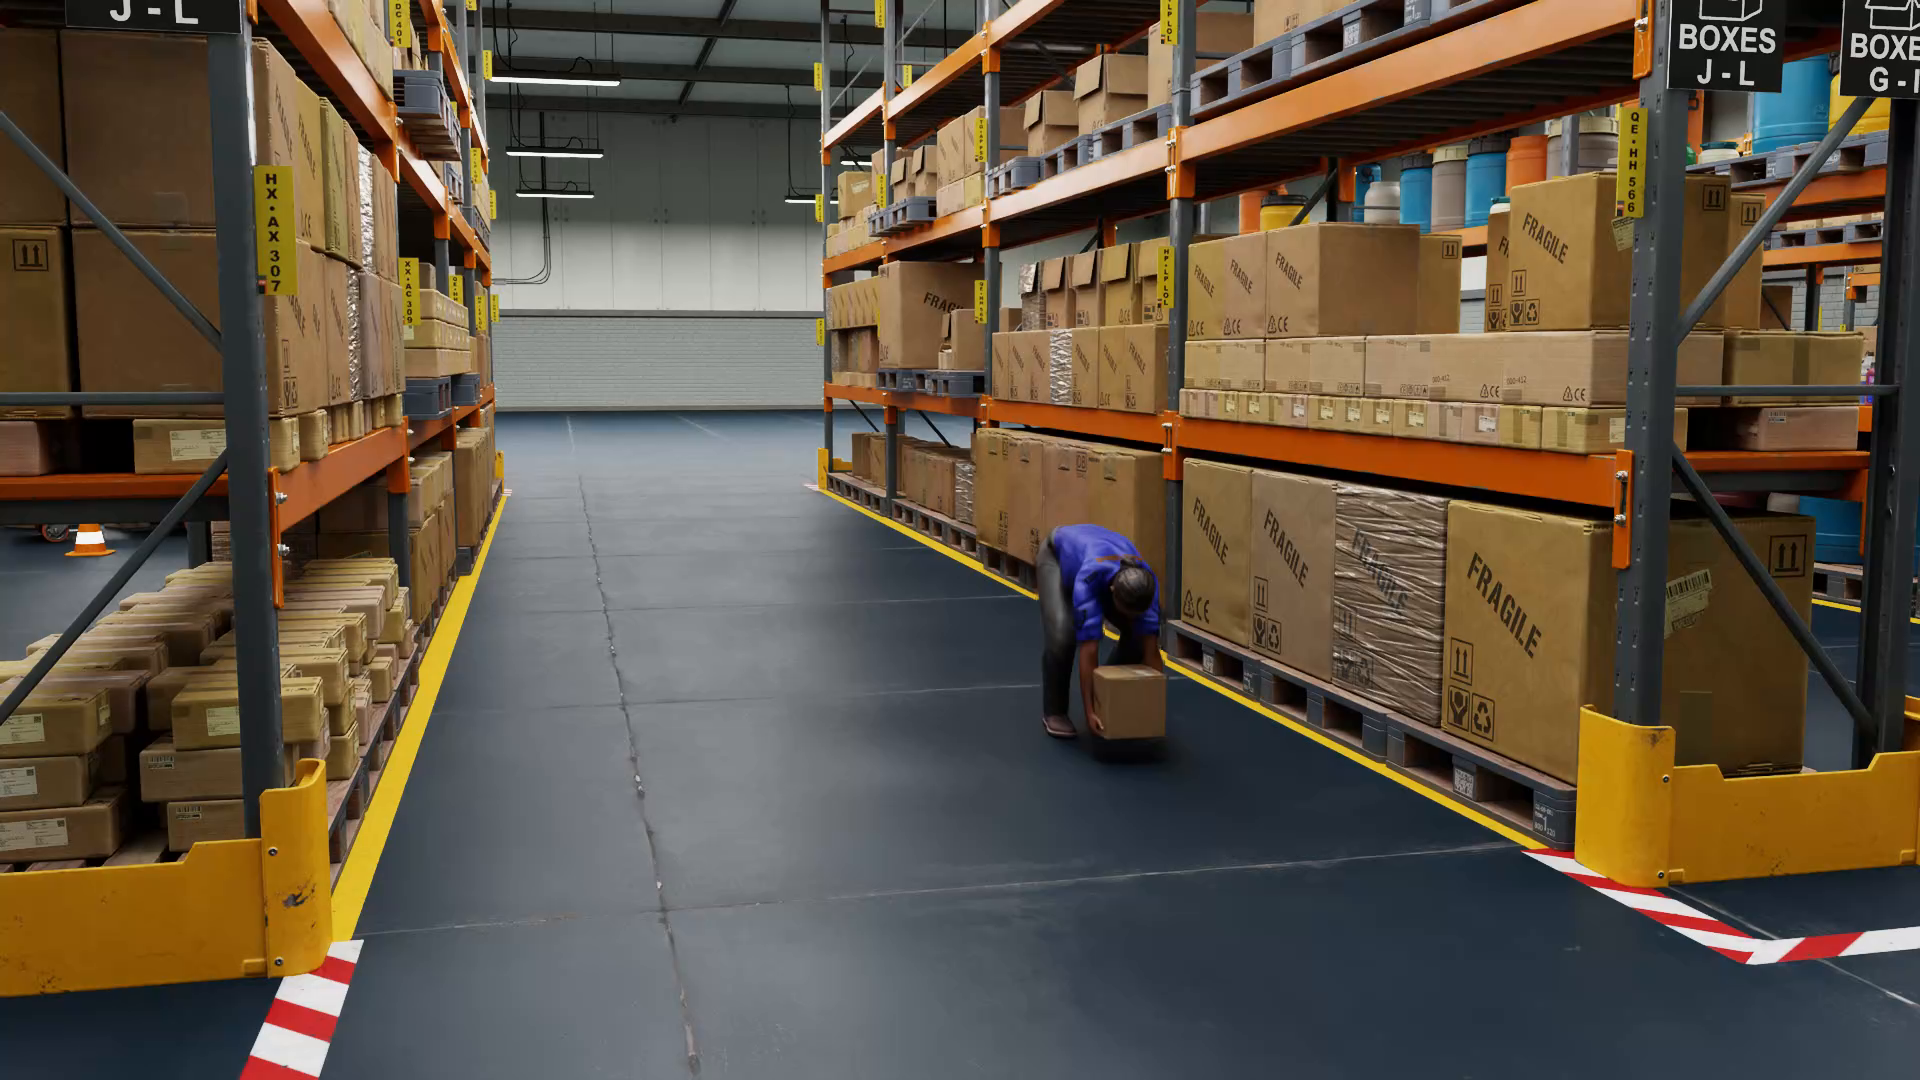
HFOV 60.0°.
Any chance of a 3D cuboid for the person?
[{"bbox_3d":[0.608,0.362,6.982,0.441,0.990,0.879,-2,6,-16],"label":"person"}]
